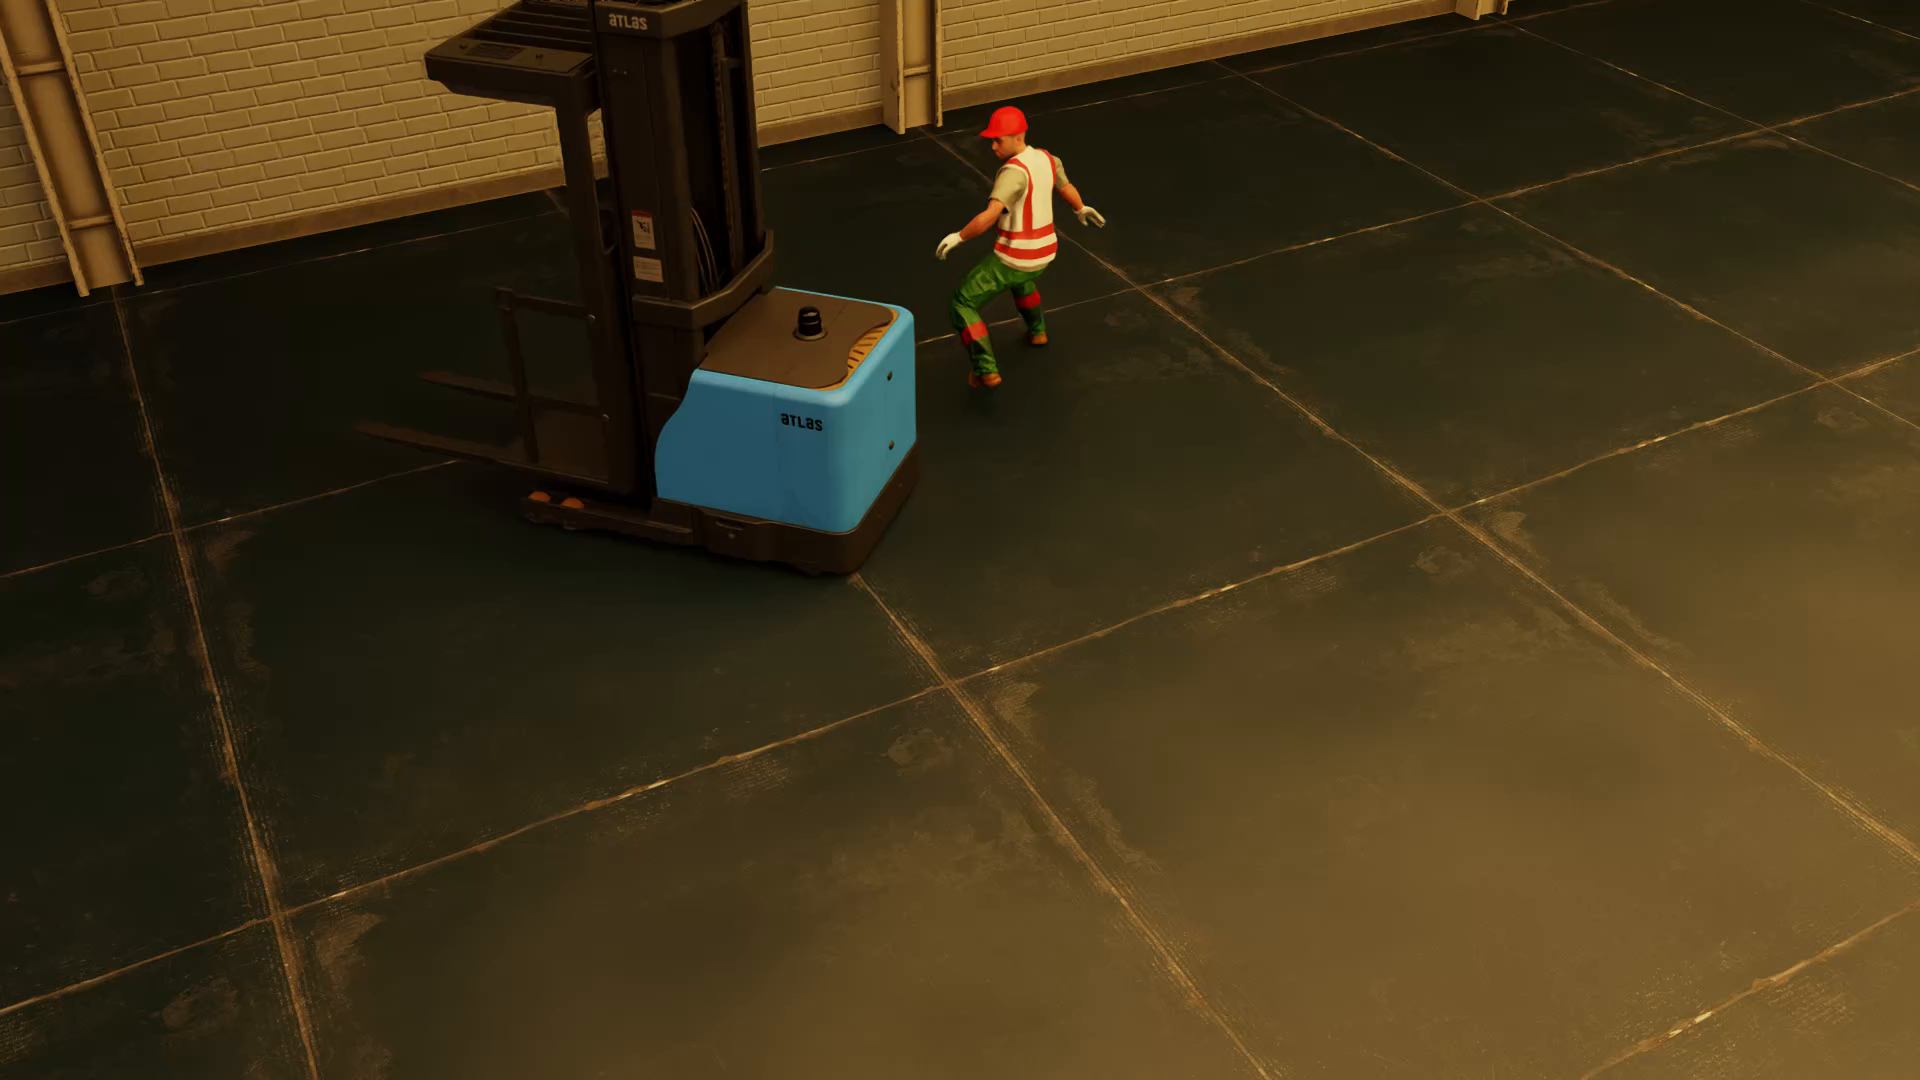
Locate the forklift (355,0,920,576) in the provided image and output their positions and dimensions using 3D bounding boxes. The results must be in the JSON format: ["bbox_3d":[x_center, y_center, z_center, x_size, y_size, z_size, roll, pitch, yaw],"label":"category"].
[{"bbox_3d":[-1.793,-1.524,8.280,3.031,2.935,1.130,11,37,15],"label":"forklift"}]

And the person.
[{"bbox_3d":[0.365,-1.724,9.760,0.527,1.674,1.205,25,42,31],"label":"person"}]
